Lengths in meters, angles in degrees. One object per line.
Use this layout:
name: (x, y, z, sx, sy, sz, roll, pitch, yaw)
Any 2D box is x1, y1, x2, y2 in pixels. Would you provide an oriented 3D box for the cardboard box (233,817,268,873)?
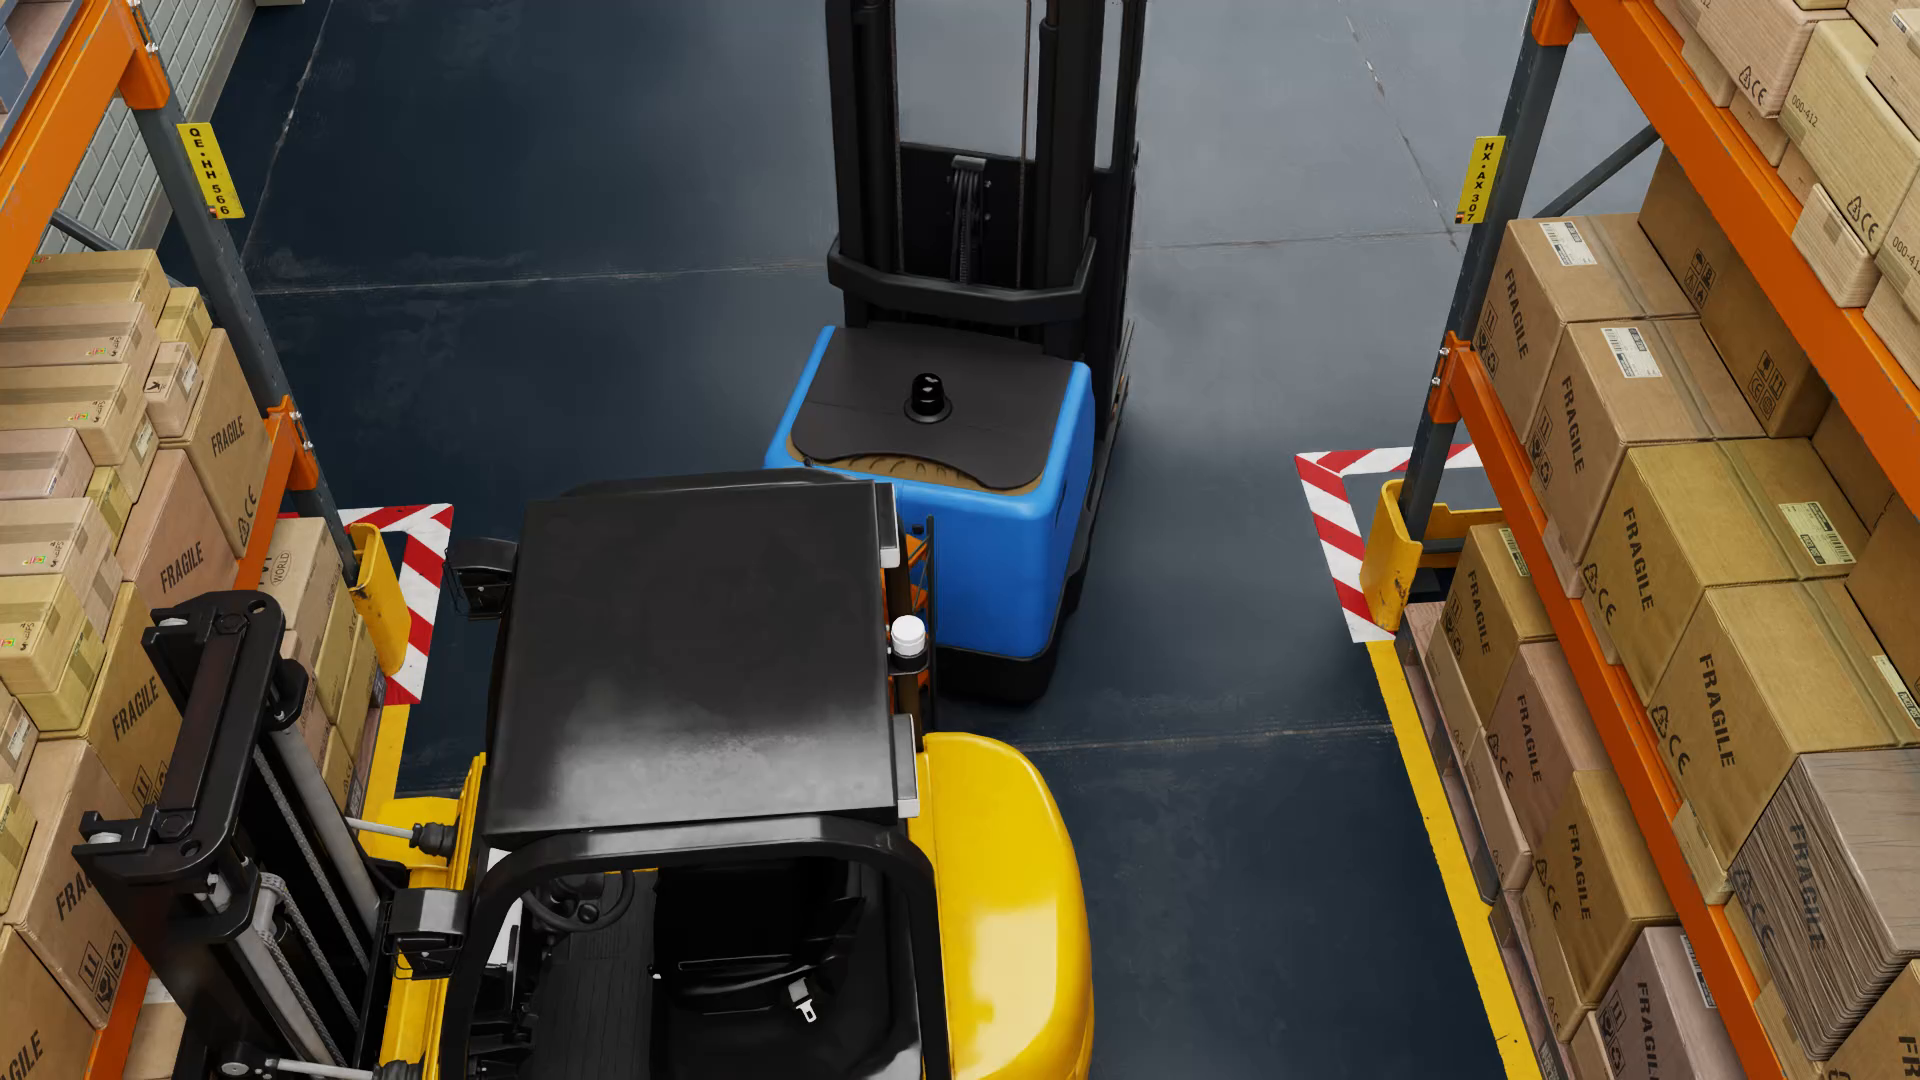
cardboard box: (-2.293, 0.927, 4.859, 0.500, 0.250, 0.500, -3, 47, -3)

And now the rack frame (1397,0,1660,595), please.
rack frame: (2.203, -0.883, 5.656, 1.000, 3.000, 0.127, -3, 47, -3)

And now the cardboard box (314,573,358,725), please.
cardboard box: (-2.391, 0.384, 5.717, 0.500, 0.250, 0.500, -4, 47, -4)

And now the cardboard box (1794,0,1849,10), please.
cardboard box: (1.973, -1.280, 3.591, 0.380, 0.149, 0.250, -4, 47, -3)

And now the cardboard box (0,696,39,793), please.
cardboard box: (-2.372, 0.511, 3.821, 0.380, 0.149, 0.250, -4, 47, -4)

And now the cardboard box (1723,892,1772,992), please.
cardboard box: (2.127, 0.962, 4.082, 0.380, 0.149, 0.250, -4, 47, -4)

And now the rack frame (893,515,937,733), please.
rack frame: (-0.156, 0.407, 5.675, 0.015, 1.200, 0.240, 25, 52, 22)

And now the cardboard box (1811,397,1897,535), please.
cardboard box: (2.643, -0.277, 4.121, 0.700, 0.500, 0.500, -4, 47, -4)

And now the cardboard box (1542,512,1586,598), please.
cardboard box: (1.977, 0.027, 4.968, 0.380, 0.149, 0.250, -3, 47, -3)

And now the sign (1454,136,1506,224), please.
sign: (1.662, -1.147, 5.311, 0.100, 0.325, 0.005, -3, 47, -3)

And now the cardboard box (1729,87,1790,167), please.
cardboard box: (2.051, -1.012, 3.886, 0.380, 0.149, 0.250, -4, 47, -4)

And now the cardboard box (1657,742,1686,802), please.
cardboard box: (2.107, 0.592, 4.432, 0.380, 0.149, 0.250, -5, 47, -4)

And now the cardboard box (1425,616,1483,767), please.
cardboard box: (1.995, 0.519, 5.934, 0.500, 0.250, 0.500, -4, 47, -4)

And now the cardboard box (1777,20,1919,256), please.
cardboard box: (2.080, -0.847, 3.456, 0.500, 0.250, 0.500, -2, 47, -2)

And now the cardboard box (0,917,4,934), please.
cardboard box: (-2.251, 0.884, 3.468, 0.380, 0.149, 0.250, -5, 47, -5)

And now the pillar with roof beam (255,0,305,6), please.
pillar with roof beam: (0.205, -6.685, 7.020, 9.100, 9.000, 0.400, -3, 47, -3)

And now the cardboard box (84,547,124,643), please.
cardboard box: (-2.344, 0.143, 4.169, 0.380, 0.149, 0.250, -5, 47, -5)

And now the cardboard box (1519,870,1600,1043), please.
cardboard box: (2.088, 1.283, 5.210, 0.500, 0.250, 0.500, -1, 47, -1)

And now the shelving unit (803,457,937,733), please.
shelving unit: (-0.360, 0.310, 5.766, 0.503, 1.200, 0.258, 25, 52, 22)

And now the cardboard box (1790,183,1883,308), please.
cardboard box: (2.019, -0.633, 3.527, 0.380, 0.149, 0.250, -3, 47, -3)

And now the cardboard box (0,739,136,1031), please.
cardboard box: (-2.310, 0.837, 3.959, 0.500, 0.500, 0.500, -3, 47, -3)

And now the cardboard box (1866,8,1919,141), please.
cardboard box: (2.029, -0.913, 3.243, 0.380, 0.149, 0.250, -2, 47, -2)

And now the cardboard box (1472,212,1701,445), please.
cardboard box: (1.966, -0.660, 5.172, 0.500, 0.500, 0.500, -4, 47, -4)

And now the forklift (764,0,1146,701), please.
forklift: (0.137, -1.497, 6.286, 1.130, 2.935, 3.031, 9, 47, 9)

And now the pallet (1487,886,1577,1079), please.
pallet: (2.341, 1.602, 5.224, 1.003, 0.211, 1.213, -3, 47, -3)

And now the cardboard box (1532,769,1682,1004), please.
cardboard box: (2.079, 1.020, 4.943, 0.500, 0.500, 0.500, -3, 47, -3)

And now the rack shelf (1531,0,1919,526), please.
rack shelf: (2.370, -0.220, 3.458, 1.077, 0.370, 4.000, -3, 47, -3)

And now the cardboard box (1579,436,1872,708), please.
cardboard box: (2.057, 0.083, 4.468, 0.500, 0.500, 0.500, -4, 47, -4)

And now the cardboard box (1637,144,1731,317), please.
cardboard box: (2.463, -1.007, 4.812, 0.700, 0.500, 0.500, -5, 47, -4)

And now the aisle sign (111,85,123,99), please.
aisle sign: (-2.456, -1.537, 4.486, 0.394, 0.787, 0.004, -3, 47, -3)

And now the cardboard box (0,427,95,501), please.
cardboard box: (-2.456, -0.143, 4.235, 0.380, 0.149, 0.250, -3, 47, -3)

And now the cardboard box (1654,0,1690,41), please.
cardboard box: (2.018, -1.383, 4.238, 0.380, 0.149, 0.250, -5, 47, -5)

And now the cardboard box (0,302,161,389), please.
cardboard box: (-2.451, -0.515, 4.588, 0.380, 0.149, 0.250, -3, 47, -3)

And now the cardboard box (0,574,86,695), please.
cardboard box: (-2.296, 0.226, 3.886, 0.380, 0.149, 0.250, -3, 47, -3)

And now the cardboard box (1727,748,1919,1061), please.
cardboard box: (2.155, 0.821, 3.769, 0.500, 0.500, 0.500, -2, 47, -2)

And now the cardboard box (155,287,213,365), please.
cardboard box: (-2.435, -0.602, 4.875, 0.380, 0.149, 0.250, -3, 47, -3)

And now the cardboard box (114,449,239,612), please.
cardboard box: (-2.406, 0.103, 4.654, 0.500, 0.500, 0.500, -2, 47, -2)

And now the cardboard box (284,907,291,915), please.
cardboard box: (-2.295, 1.120, 5.020, 0.500, 0.250, 0.500, -4, 47, -4)

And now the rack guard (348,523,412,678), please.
rack guard: (-2.745, 0.264, 6.292, 1.175, 0.500, 0.348, -3, 47, -3)

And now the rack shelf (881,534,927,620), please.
rack shelf: (-0.360, 0.040, 5.481, 0.480, 0.148, 0.258, 25, 52, 22)

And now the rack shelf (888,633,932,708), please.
rack shelf: (-0.360, 0.357, 5.815, 0.480, 0.148, 0.258, 25, 52, 22)

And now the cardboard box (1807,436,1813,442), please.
cardboard box: (2.560, -0.281, 4.813, 0.500, 0.500, 0.500, -3, 47, -3)

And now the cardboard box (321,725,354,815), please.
cardboard box: (-2.357, 0.904, 5.569, 0.500, 0.250, 0.500, -3, 47, -3)

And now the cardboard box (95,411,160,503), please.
cardboard box: (-2.423, -0.227, 4.520, 0.380, 0.149, 0.250, -3, 47, -3)

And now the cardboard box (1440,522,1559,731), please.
cardboard box: (1.997, 0.278, 5.645, 0.500, 0.500, 0.500, -5, 47, -5)

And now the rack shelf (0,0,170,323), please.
rack shelf: (-2.576, 0.085, 3.170, 1.077, 0.370, 4.000, -3, 47, -3)

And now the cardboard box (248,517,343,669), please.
cardboard box: (-2.394, 0.193, 5.553, 0.500, 0.250, 0.500, -2, 47, -2)
